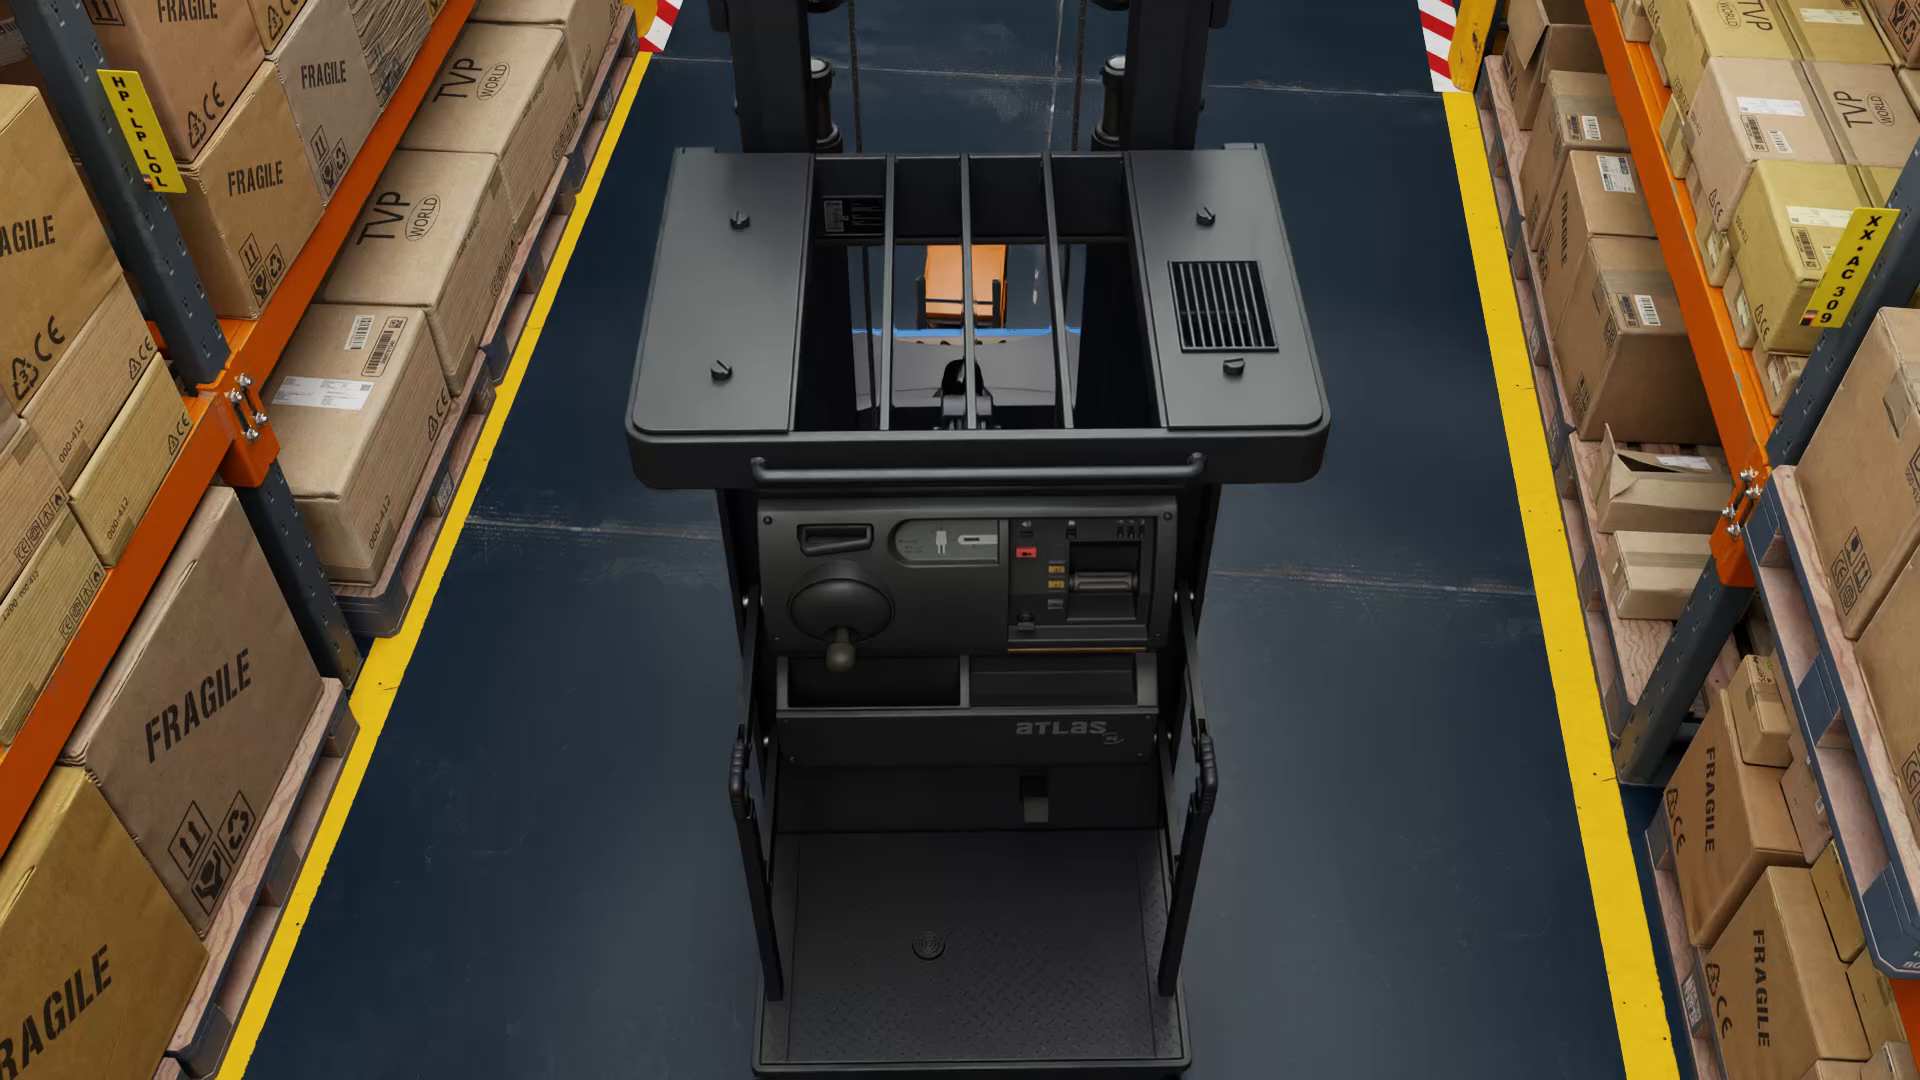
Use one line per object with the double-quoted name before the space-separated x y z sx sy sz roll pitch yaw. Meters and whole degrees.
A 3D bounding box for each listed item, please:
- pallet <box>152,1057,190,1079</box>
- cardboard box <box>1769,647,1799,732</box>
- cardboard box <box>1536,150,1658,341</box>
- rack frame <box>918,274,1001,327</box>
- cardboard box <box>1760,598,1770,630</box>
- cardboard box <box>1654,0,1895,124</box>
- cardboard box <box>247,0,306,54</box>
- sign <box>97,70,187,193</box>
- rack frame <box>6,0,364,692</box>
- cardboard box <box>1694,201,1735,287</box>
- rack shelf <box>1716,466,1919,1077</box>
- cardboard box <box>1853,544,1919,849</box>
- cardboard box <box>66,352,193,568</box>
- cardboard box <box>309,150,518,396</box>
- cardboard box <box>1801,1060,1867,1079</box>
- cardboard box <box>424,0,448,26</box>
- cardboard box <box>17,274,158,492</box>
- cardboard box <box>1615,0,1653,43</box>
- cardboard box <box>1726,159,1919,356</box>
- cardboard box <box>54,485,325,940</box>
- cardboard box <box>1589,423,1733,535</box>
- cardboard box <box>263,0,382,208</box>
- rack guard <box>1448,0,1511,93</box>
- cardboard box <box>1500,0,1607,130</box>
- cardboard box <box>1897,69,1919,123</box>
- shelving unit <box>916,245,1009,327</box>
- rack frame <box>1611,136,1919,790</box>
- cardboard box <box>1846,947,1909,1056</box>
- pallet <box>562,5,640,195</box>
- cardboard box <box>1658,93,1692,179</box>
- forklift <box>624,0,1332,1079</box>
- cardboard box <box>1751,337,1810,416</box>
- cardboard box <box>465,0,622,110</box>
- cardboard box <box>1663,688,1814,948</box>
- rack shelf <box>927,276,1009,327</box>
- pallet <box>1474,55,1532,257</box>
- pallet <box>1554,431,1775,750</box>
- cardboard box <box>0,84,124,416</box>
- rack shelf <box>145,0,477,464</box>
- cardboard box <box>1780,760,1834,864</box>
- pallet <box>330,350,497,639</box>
"pallet" -2.538 1.805 3.956 1.003 0.211 1.213 4 48 4
"cardboard box" 2.272 0.357 4.159 0.380 0.149 0.250 3 48 3
"cardboard box" 2.459 -1.063 6.099 0.500 0.500 0.500 5 48 4
"rack frame" -0.002 -0.355 5.262 0.240 1.200 0.015 3 48 3
"cardboard box" 2.804 0.020 5.236 0.500 0.311 0.500 5 48 5
"cardboard box" 2.402 -1.451 4.944 0.500 0.250 0.500 4 48 3
"cardboard box" -2.098 -1.682 4.511 0.500 0.500 0.500 3 48 3
"sign" -1.893 -0.941 3.847 0.100 0.325 0.005 4 48 4
"rack frame" -2.434 -0.607 4.272 1.000 3.000 0.127 4 48 4
"cardboard box" 2.288 -0.828 4.644 0.380 0.149 0.250 5 48 5
"rack shelf" 2.327 1.437 2.891 1.077 0.370 4.000 4 48 4
"cardboard box" 2.195 0.270 3.118 0.700 0.500 0.500 4 48 4
"cardboard box" -2.224 -0.210 4.010 0.500 0.250 0.500 3 48 3
"cardboard box" -2.189 -0.996 6.080 0.875 0.438 0.875 3 48 2
"cardboard box" 2.152 1.525 3.732 0.500 0.500 0.500 3 48 2
"cardboard box" -1.982 -2.081 5.553 0.500 0.500 0.500 5 48 5
"cardboard box" -2.233 -0.385 3.832 0.500 0.250 0.500 4 48 3
"cardboard box" 2.400 -1.769 5.505 0.380 0.149 0.250 5 48 4
"cardboard box" 2.312 -0.716 4.272 0.500 0.250 0.500 5 48 5
"cardboard box" -2.411 0.430 4.480 0.875 0.875 0.875 5 48 5
"cardboard box" 2.300 -0.186 5.456 0.396 0.266 0.258 5 48 5
"cardboard box" -2.081 -1.337 4.872 0.500 0.500 0.500 4 48 4
"rack guard" 2.867 -2.316 7.529 1.175 0.500 0.348 4 48 4
"cardboard box" 2.723 -2.071 7.019 0.797 0.503 0.637 2 48 2
"cardboard box" 2.862 -1.040 4.569 0.500 0.250 0.500 3 48 3
"shelving unit" 0.015 -0.535 5.426 0.258 1.200 0.503 3 48 3
"rack frame" 2.509 -0.276 3.969 1.000 3.000 0.127 4 48 4
"cardboard box" 2.240 1.053 3.724 0.380 0.149 0.250 3 48 3
"pallet" -2.065 -2.012 7.447 1.003 0.211 1.213 4 48 4
"cardboard box" 2.334 -1.208 4.992 0.380 0.149 0.250 3 48 3
"forklift" 0.023 0.197 3.583 1.130 2.935 3.031 -1 48 -1
"cardboard box" 2.286 -0.442 4.292 0.380 0.149 0.250 4 48 4
"cardboard box" -2.030 -2.331 7.301 0.875 0.438 0.875 2 48 2
"cardboard box" 2.241 0.767 4.425 0.500 0.500 0.500 6 48 5
"rack shelf" 0.015 -0.640 5.311 0.258 0.148 0.480 3 48 3
"pallet" 2.795 -1.632 7.100 1.003 0.211 1.213 4 48 4
"pallet" 2.572 0.161 5.460 1.003 0.211 1.213 4 48 4
"cardboard box" -2.225 -0.633 3.551 0.500 0.500 0.500 5 48 5
"rack shelf" -2.252 -1.834 5.882 1.077 0.370 4.000 4 48 4
"cardboard box" 2.263 0.662 4.082 0.380 0.149 0.250 3 48 2
"pallet" -2.287 -0.219 5.807 1.003 0.211 1.213 4 48 4
